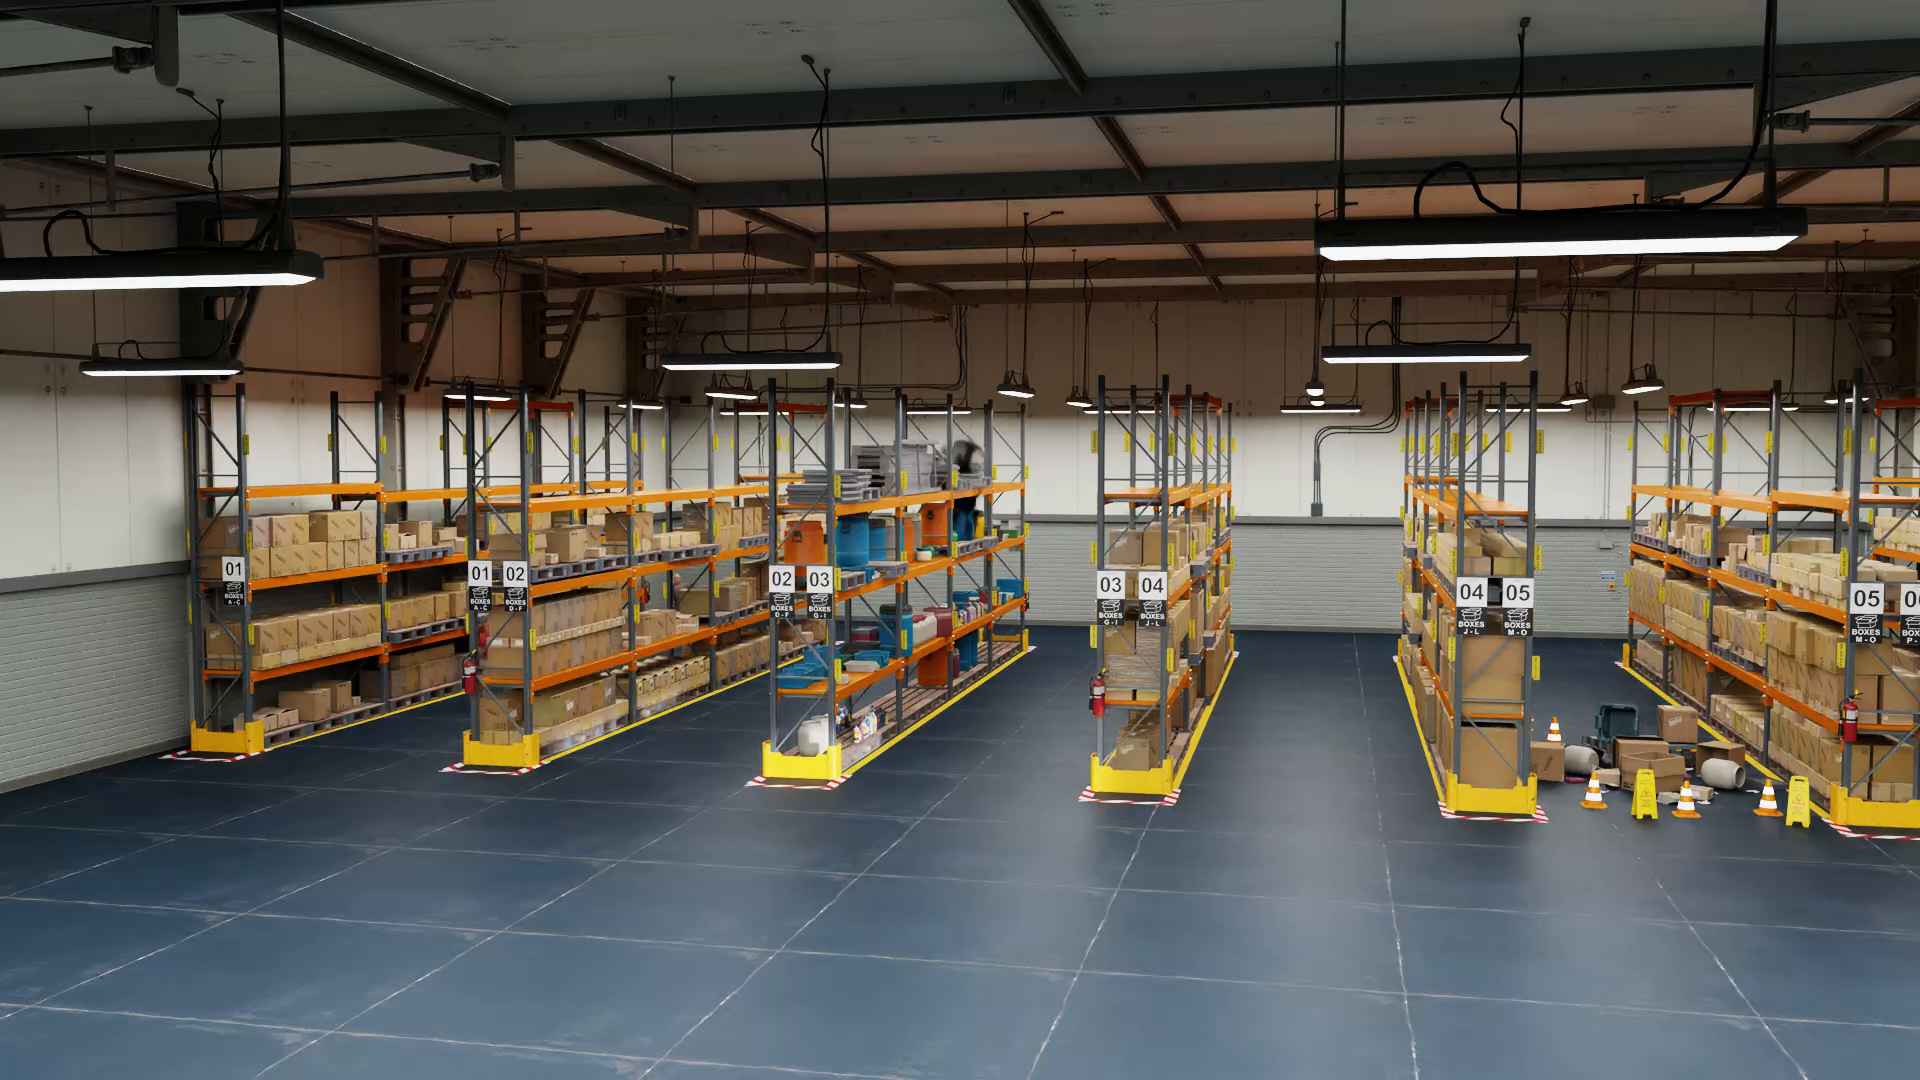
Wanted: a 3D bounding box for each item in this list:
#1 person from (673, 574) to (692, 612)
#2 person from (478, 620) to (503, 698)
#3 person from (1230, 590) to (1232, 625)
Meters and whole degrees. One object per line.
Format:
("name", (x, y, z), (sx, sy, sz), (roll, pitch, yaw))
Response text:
("person", (-7.041, 1.731, 41.897), (0.715, 1.792, 0.929), (0, 3, 5))
("person", (-8.988, 2.368, 32.050), (0.704, 1.673, 0.822), (-2, 4, -37))
("person", (6.549, 1.851, 41.836), (0.623, 1.606, 0.941), (-1, 4, -22))
